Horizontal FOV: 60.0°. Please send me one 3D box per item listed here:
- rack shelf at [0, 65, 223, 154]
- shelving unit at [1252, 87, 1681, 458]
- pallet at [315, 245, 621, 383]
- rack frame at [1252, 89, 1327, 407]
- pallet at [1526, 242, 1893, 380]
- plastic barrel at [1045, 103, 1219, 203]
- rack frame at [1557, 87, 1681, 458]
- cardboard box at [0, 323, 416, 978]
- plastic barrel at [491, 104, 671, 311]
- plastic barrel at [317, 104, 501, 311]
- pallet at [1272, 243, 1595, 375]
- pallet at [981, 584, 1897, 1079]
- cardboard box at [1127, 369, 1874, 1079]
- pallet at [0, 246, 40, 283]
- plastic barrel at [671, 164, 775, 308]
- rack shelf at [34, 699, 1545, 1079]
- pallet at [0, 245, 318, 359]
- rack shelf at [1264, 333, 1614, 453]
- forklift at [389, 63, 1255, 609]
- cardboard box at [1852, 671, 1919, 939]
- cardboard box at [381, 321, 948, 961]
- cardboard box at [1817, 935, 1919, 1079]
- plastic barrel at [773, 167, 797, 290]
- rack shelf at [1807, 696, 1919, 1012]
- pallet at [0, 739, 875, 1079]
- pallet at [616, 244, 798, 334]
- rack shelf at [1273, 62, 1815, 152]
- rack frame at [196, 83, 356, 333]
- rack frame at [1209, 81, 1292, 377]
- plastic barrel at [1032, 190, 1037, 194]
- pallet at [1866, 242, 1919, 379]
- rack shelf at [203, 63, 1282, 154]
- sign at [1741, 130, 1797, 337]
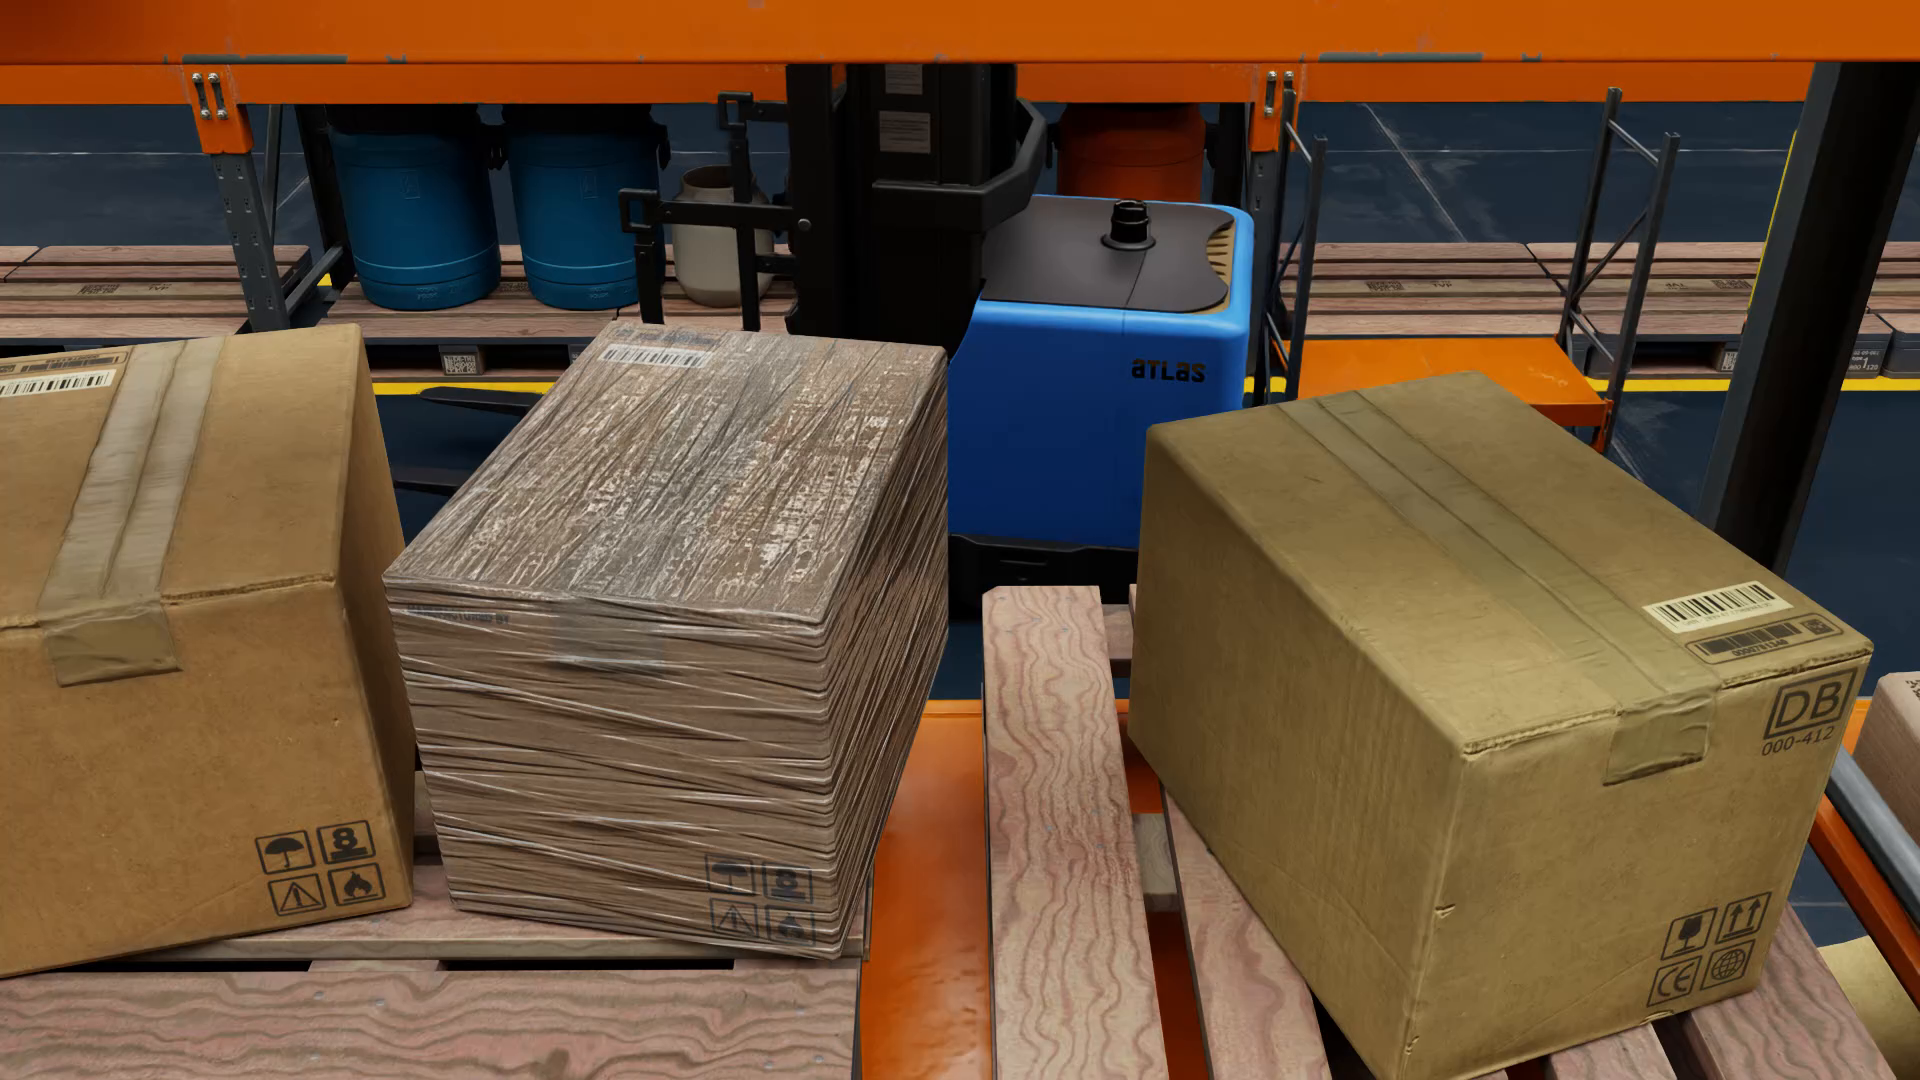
[{"bbox_3d":[-4.808,-1.889,6.666,4.000,0.370,1.077,0,31,0],"label":"rack shelf"},{"bbox_3d":[1.526,-0.635,5.351,1.083,1.500,0.587,-1,31,-1],"label":"shelving unit"},{"bbox_3d":[-2.036,-0.992,7.181,1.213,0.211,1.003,0,31,0],"label":"pallet"},{"bbox_3d":[1.026,-0.629,5.341,0.032,1.500,0.500,-1,31,-1],"label":"rack frame"},{"bbox_3d":[3.184,-1.008,7.208,1.213,0.211,1.003,0,31,0],"label":"pallet"},{"bbox_3d":[0.703,-1.457,6.947,0.708,0.830,0.600,0,31,0],"label":"plastic barrel"},{"bbox_3d":[2.043,-0.642,5.362,0.032,1.500,0.500,-1,31,-1],"label":"rack frame"},{"bbox_3d":[-1.015,0.106,2.182,0.500,0.500,0.700,-8,32,-13],"label":"cardboard box"},{"bbox_3d":[-1.556,-1.481,6.917,0.708,0.901,0.600,0,31,0],"label":"plastic barrel"},{"bbox_3d":[-2.264,-1.479,6.913,0.708,0.901,0.600,0,31,0],"label":"plastic barrel"},{"bbox_3d":[1.967,-1.006,7.204,1.213,0.211,1.003,0,31,0],"label":"pallet"},{"bbox_3d":[0.541,0.474,2.262,1.003,0.211,1.213,0,31,0],"label":"pallet"},{"bbox_3d":[0.589,0.192,2.041,0.500,0.500,0.700,-11,33,-17],"label":"cardboard box"},{"bbox_3d":[-4.766,-0.983,7.167,1.213,0.211,1.003,0,31,0],"label":"pallet"},{"bbox_3d":[-0.990,-1.270,6.944,0.421,0.512,0.421,0,31,0],"label":"plastic barrel"},{"bbox_3d":[-0.782,0.667,2.452,4.000,0.370,1.077,0,31,0],"label":"rack shelf"},{"bbox_3d":[-3.543,-0.989,7.176,1.213,0.211,1.003,0,31,0],"label":"pallet"},{"bbox_3d":[1.535,-0.482,5.445,1.000,0.185,0.538,-1,31,-1],"label":"rack shelf"},{"bbox_3d":[-0.580,-1.327,5.112,3.031,2.935,1.130,5,32,8],"label":"forklift"},{"bbox_3d":[1.582,0.413,2.263,0.500,0.311,0.500,2,31,3],"label":"cardboard box"},{"bbox_3d":[-0.327,0.096,2.200,0.500,0.500,0.700,6,32,9],"label":"cardboard box"},{"bbox_3d":[1.741,0.980,2.948,0.500,0.311,0.500,1,31,1],"label":"cardboard box"},{"bbox_3d":[-0.426,-1.350,7.004,0.708,0.588,0.600,0,31,0],"label":"plastic barrel"},{"bbox_3d":[3.218,0.655,2.472,4.000,0.370,1.077,0,31,0],"label":"rack shelf"},{"bbox_3d":[-0.726,0.444,2.311,1.213,0.211,1.003,0,31,0],"label":"pallet"},{"bbox_3d":[-0.813,-0.997,7.190,1.213,0.211,1.003,0,31,0],"label":"pallet"},{"bbox_3d":[3.192,-1.915,6.707,4.000,0.370,1.077,0,31,0],"label":"rack shelf"},{"bbox_3d":[-2.808,-2.203,6.490,0.127,3.000,1.000,0,31,0],"label":"rack frame"},{"bbox_3d":[1.192,-2.216,6.510,0.127,3.000,1.000,0,31,0],"label":"rack frame"},{"bbox_3d":[0.139,-1.273,6.950,0.421,0.512,0.421,0,31,0],"label":"plastic barrel"},{"bbox_3d":[4.407,-1.014,7.217,1.213,0.211,1.003,0,31,0],"label":"pallet"},{"bbox_3d":[-0.808,-1.902,6.687,4.000,0.370,1.077,0,31,0],"label":"rack shelf"},{"bbox_3d":[1.212,-0.429,2.450,0.005,0.325,0.100,0,31,0],"label":"sign"}]
